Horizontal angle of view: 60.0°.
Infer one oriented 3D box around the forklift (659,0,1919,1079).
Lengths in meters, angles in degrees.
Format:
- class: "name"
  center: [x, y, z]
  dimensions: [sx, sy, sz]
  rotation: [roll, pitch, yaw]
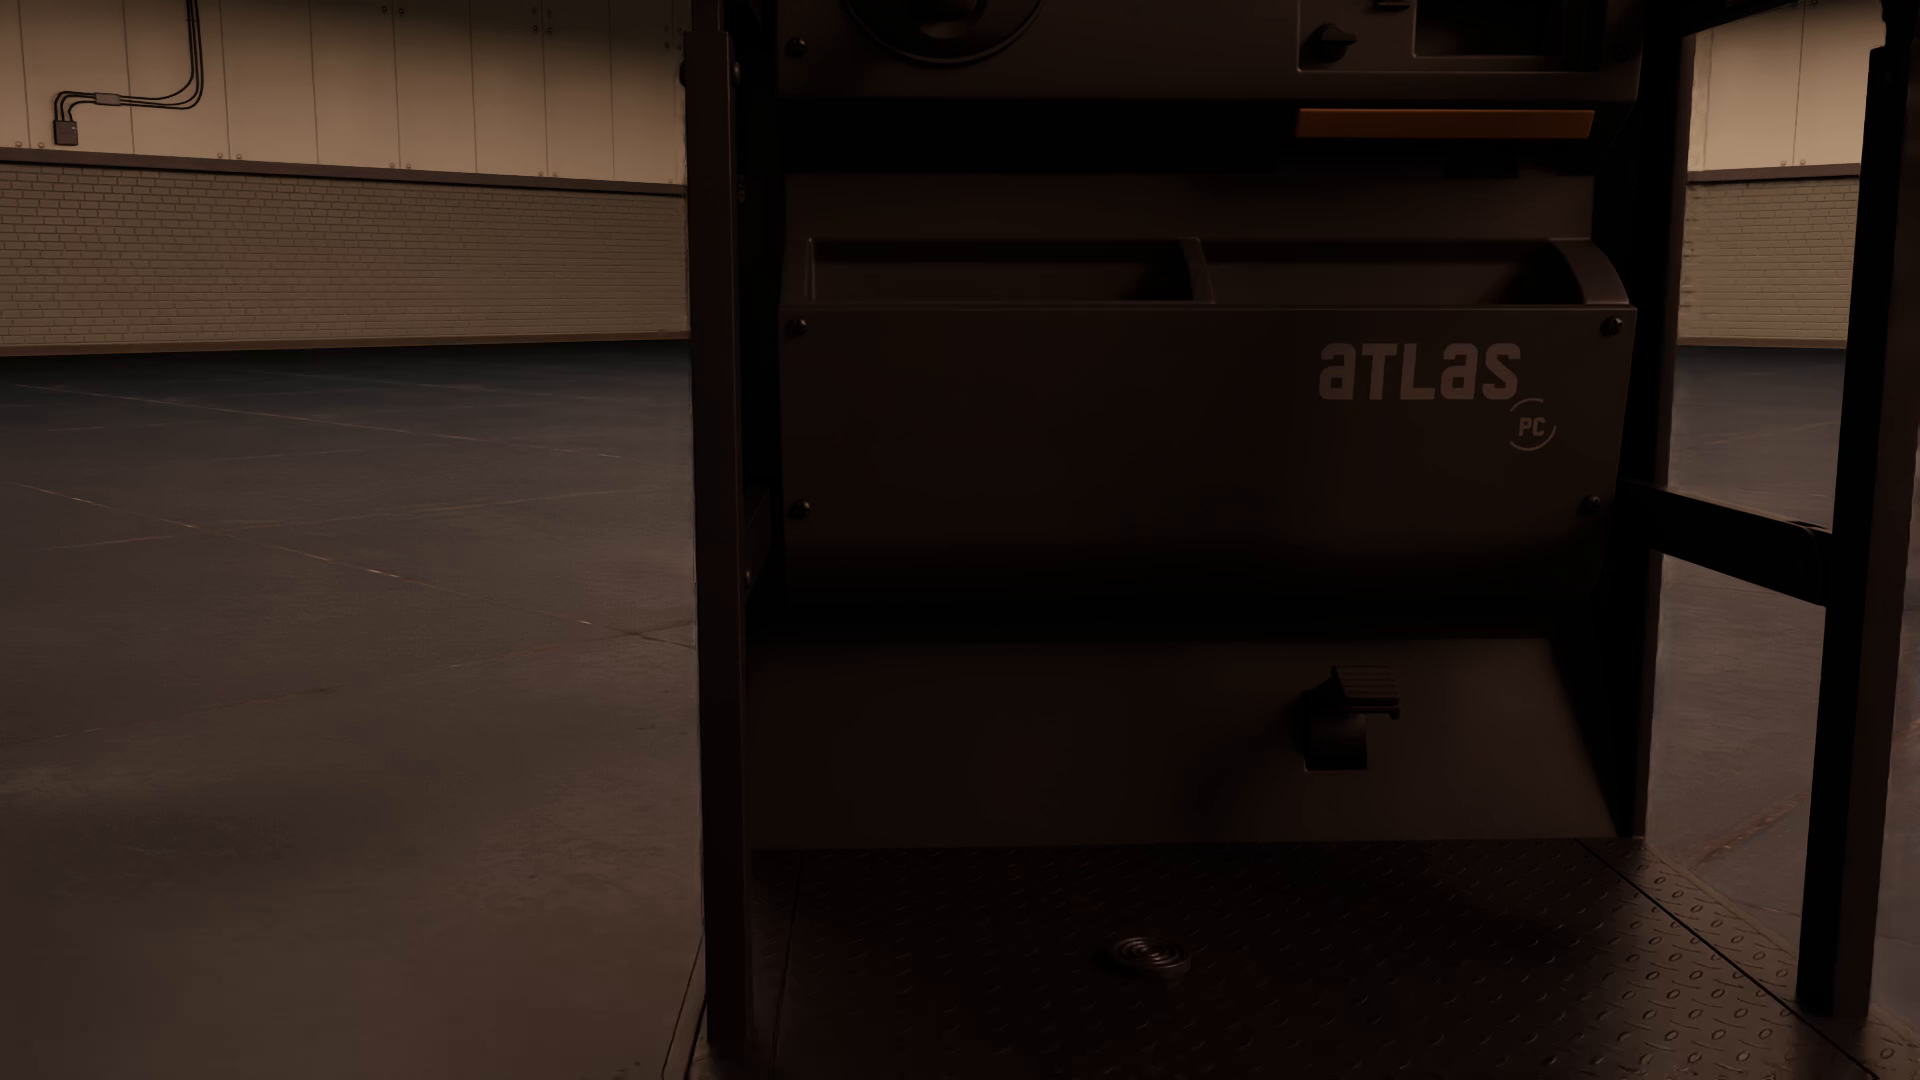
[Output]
- class: "forklift"
  center: [0.276, -0.719, 1.650]
  dimensions: [1.130, 2.935, 3.031]
  rotation: [0, 9, -3]
